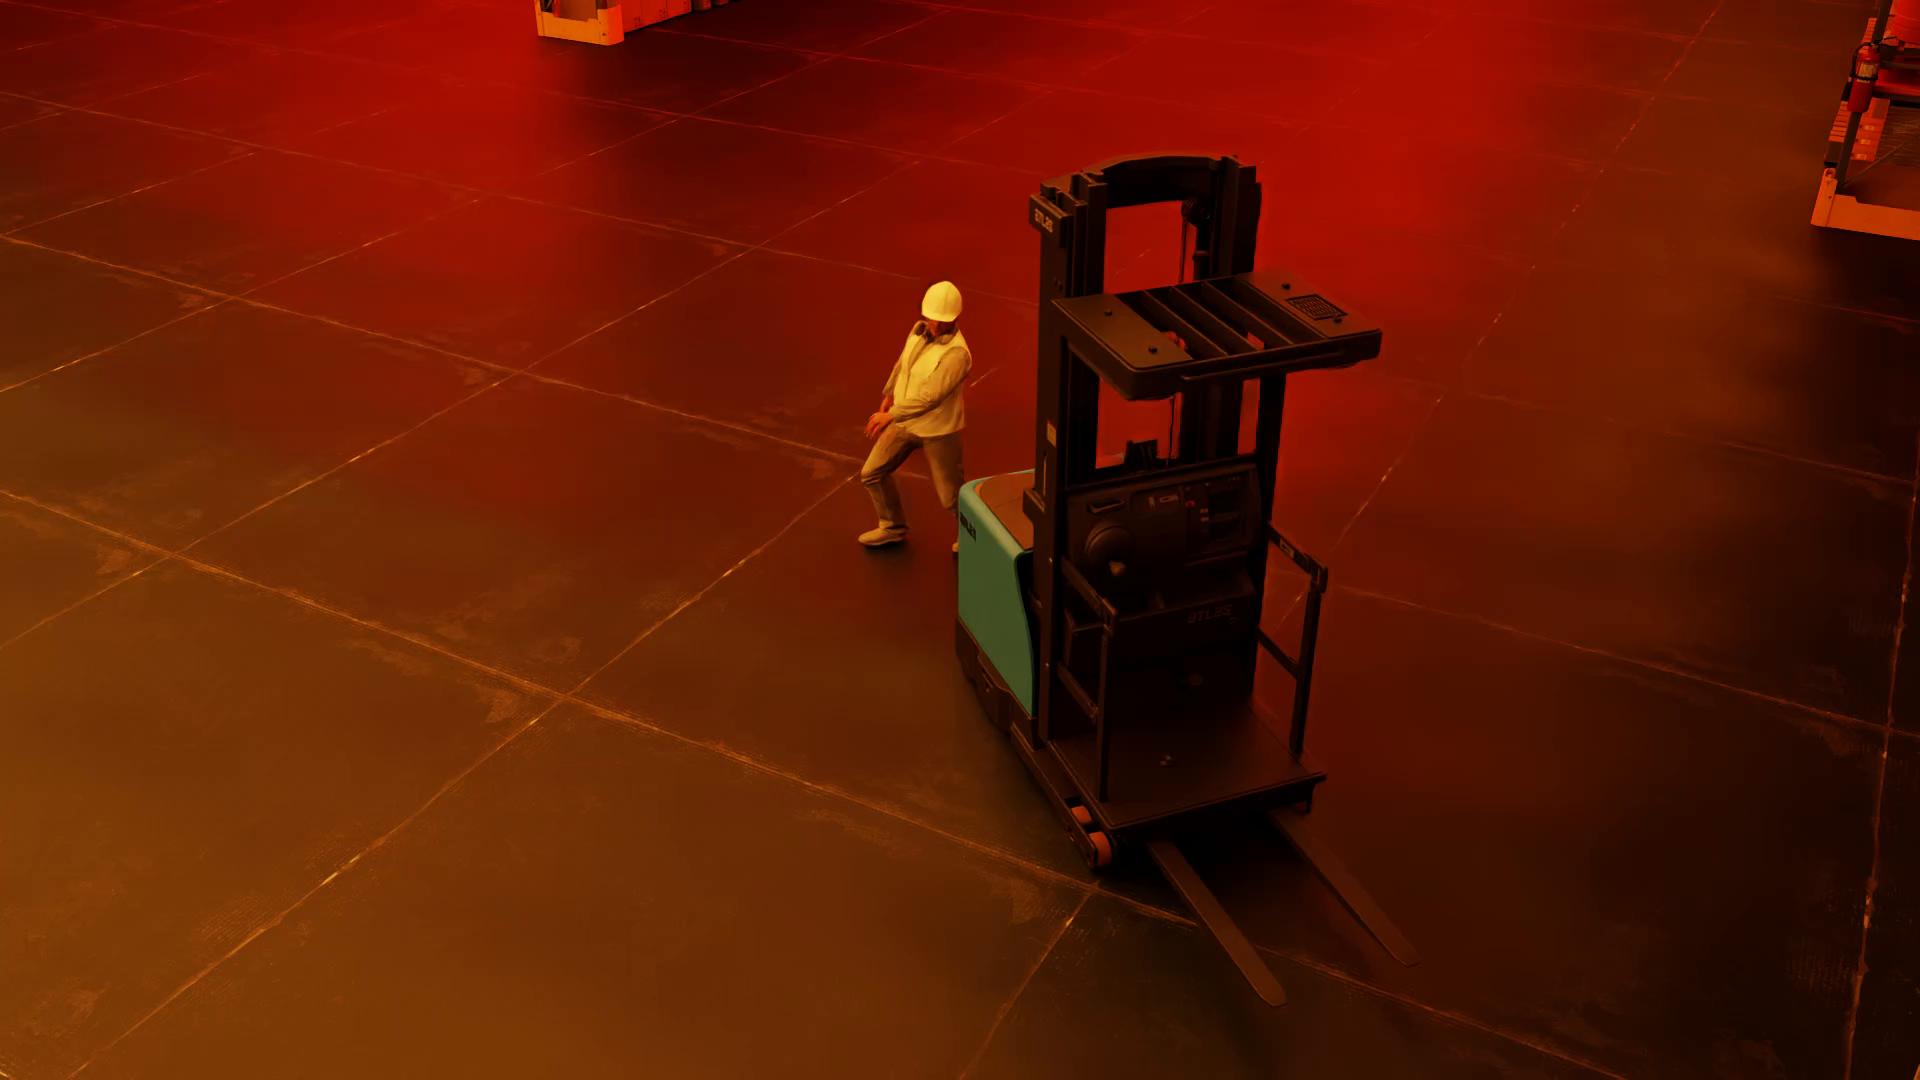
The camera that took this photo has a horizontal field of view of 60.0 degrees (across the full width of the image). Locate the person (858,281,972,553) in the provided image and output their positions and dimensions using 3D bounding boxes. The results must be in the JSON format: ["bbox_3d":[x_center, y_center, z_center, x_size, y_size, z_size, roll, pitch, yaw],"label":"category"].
[{"bbox_3d":[-0.258,-0.691,9.521,0.792,1.690,0.693,-24,38,-35],"label":"person"}]

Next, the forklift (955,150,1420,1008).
[{"bbox_3d":[0.980,-0.035,7.131,1.130,2.935,3.031,-11,32,-18],"label":"forklift"}]
